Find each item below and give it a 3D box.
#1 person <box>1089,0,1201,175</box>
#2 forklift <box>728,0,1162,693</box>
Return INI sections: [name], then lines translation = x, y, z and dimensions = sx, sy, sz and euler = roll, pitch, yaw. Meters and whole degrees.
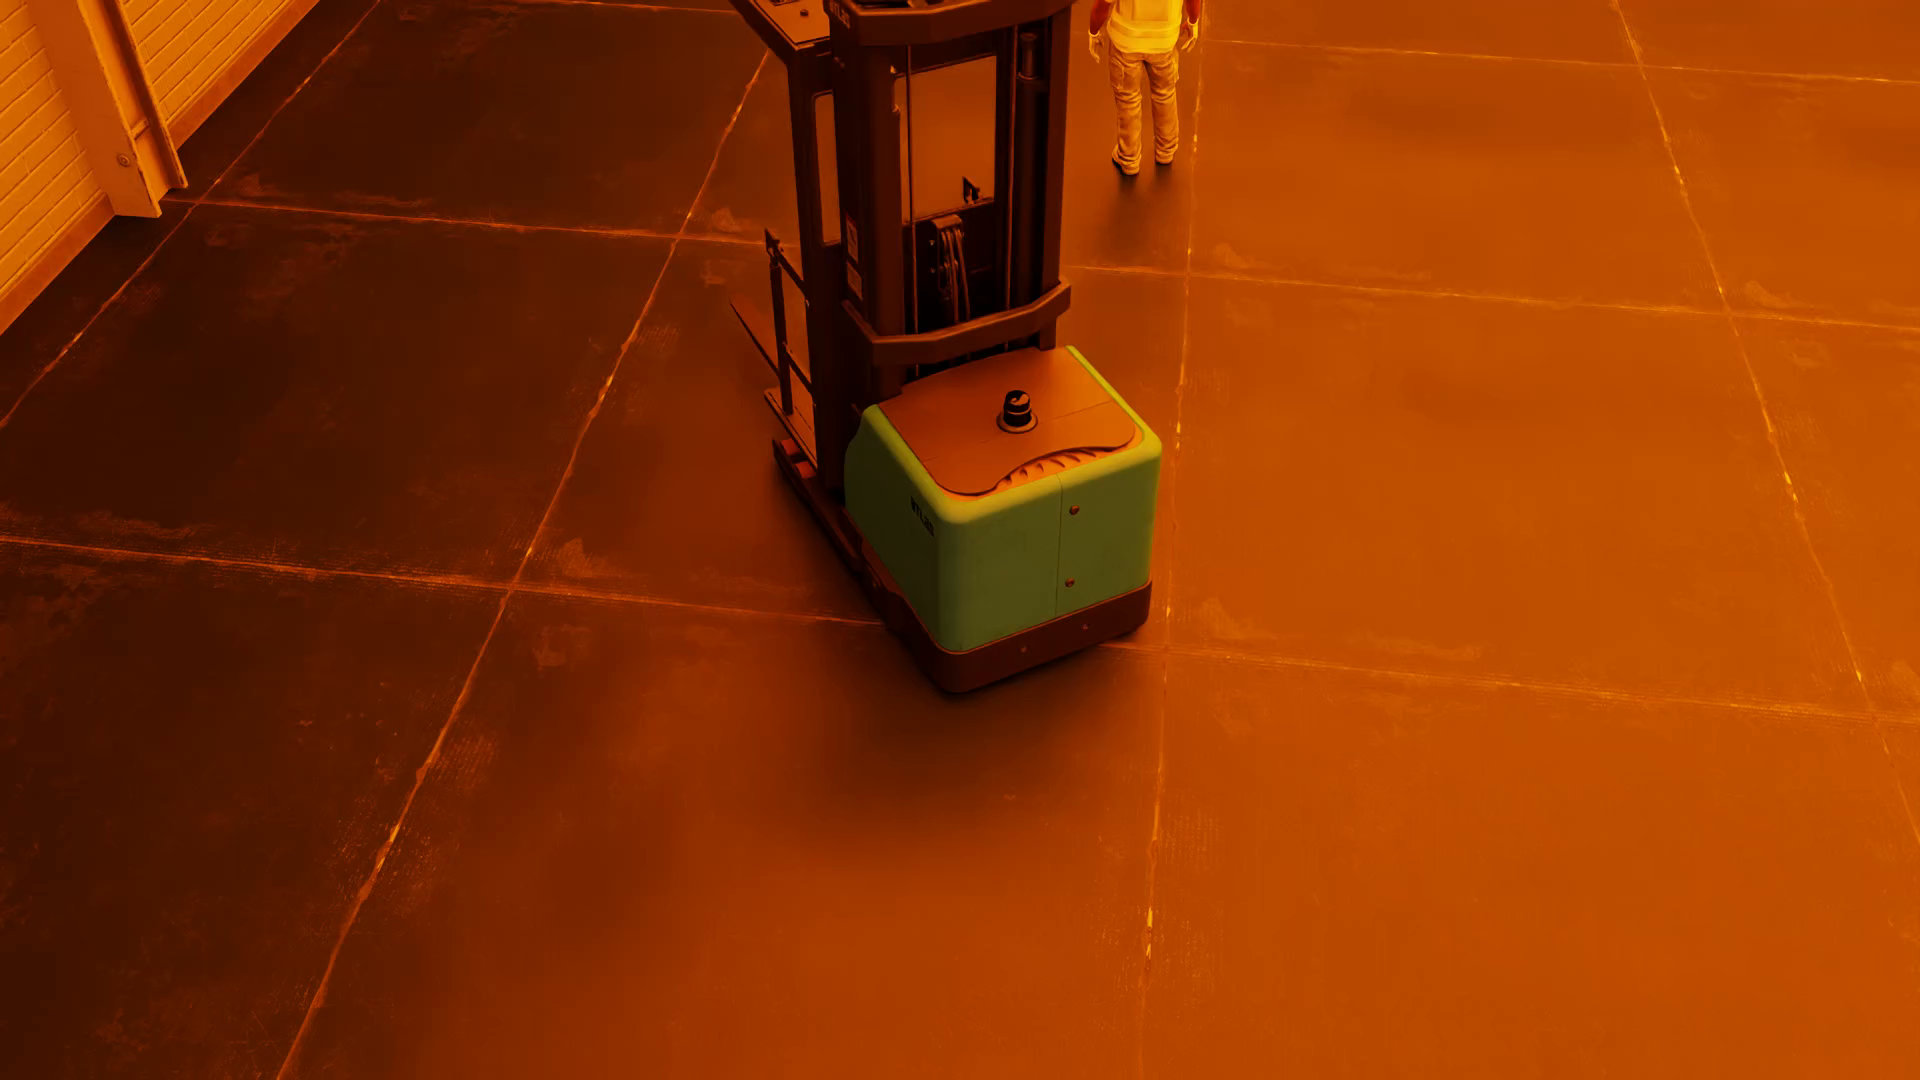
[person]
translation = 1.076, -3.012, 9.841
dimensions = 0.656, 1.781, 0.577
euler = -3, 43, -4
[forklift]
translation = -0.270, -1.426, 7.276
dimensions = 1.130, 2.935, 3.031
euler = -19, 46, -19
